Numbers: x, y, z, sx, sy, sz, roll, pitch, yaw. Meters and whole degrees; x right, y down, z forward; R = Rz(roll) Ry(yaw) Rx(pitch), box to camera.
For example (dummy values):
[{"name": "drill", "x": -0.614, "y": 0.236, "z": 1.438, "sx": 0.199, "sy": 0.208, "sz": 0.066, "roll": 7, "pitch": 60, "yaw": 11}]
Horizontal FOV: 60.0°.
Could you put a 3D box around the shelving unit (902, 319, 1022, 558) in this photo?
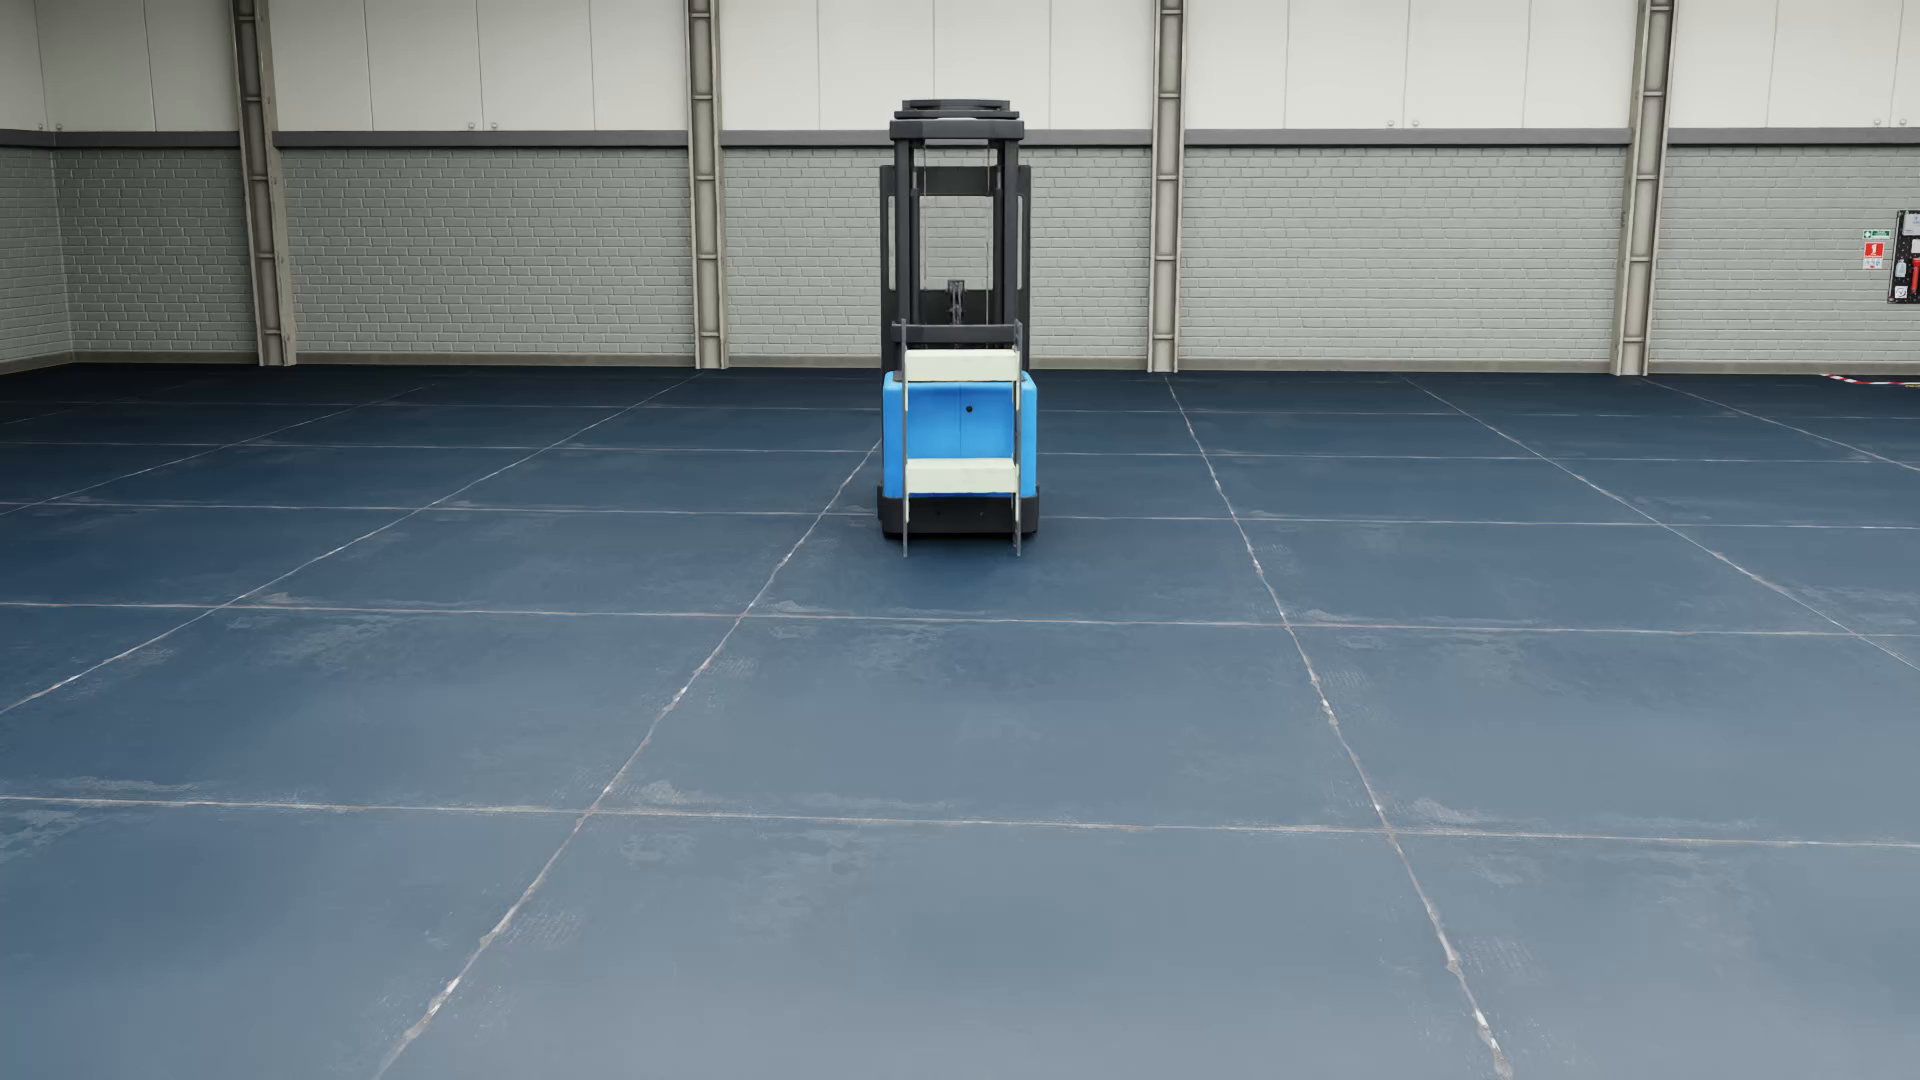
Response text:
[{"name": "shelving unit", "x": 0.006, "y": -0.661, "z": 10.765, "sx": 0.755, "sy": 1.500, "sz": 0.431, "roll": 0, "pitch": 12, "yaw": -2}]

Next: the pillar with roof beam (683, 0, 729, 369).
[{"name": "pillar with roof beam", "x": -3.610, "y": -5.837, "z": 17.195, "sx": 0.400, "sy": 9.000, "sz": 9.100, "roll": 1, "pitch": 12, "yaw": 4}]

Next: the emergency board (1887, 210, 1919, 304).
[{"name": "emergency board", "x": 12.175, "y": -3.576, "z": 21.036, "sx": 0.643, "sy": 1.169, "sz": 0.194, "roll": 1, "pitch": 12, "yaw": 4}]

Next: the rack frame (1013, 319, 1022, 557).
[{"name": "rack frame", "x": 0.372, "y": -0.664, "z": 10.779, "sx": 0.023, "sy": 1.500, "sz": 0.400, "roll": 0, "pitch": 12, "yaw": -2}]

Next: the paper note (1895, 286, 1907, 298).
[{"name": "paper note", "x": 12.003, "y": -3.161, "z": 21.205, "sx": 0.142, "sy": 0.148, "sz": 0.016, "roll": 1, "pitch": 12, "yaw": 4}]

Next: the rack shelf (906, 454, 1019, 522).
[{"name": "rack shelf", "x": 0.006, "y": -0.342, "z": 10.832, "sx": 0.720, "sy": 0.370, "sz": 0.431, "roll": 0, "pitch": 12, "yaw": -2}]

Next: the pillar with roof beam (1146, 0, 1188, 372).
[{"name": "pillar with roof beam", "x": 2.377, "y": -5.755, "z": 16.803, "sx": 0.400, "sy": 9.000, "sz": 9.100, "roll": 1, "pitch": 12, "yaw": 4}]

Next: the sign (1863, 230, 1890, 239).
[{"name": "sign", "x": 11.634, "y": -3.879, "z": 21.106, "sx": 0.331, "sy": 0.109, "sz": 0.001, "roll": 1, "pitch": 12, "yaw": 4}]

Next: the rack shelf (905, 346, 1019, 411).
[{"name": "rack shelf", "x": 0.006, "y": -1.043, "z": 10.685, "sx": 0.720, "sy": 0.370, "sz": 0.431, "roll": 0, "pitch": 12, "yaw": -2}]

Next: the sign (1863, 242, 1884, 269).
[{"name": "sign", "x": 11.630, "y": -3.622, "z": 21.169, "sx": 0.234, "sy": 0.329, "sz": 0.001, "roll": 1, "pitch": 12, "yaw": 4}]

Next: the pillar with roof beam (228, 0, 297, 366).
[{"name": "pillar with roof beam", "x": -9.596, "y": -5.919, "z": 17.588, "sx": 0.400, "sy": 9.000, "sz": 9.100, "roll": 1, "pitch": 12, "yaw": 4}]

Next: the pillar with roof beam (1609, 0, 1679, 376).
[{"name": "pillar with roof beam", "x": 8.364, "y": -5.673, "z": 16.411, "sx": 0.400, "sy": 9.000, "sz": 9.100, "roll": 1, "pitch": 12, "yaw": 4}]

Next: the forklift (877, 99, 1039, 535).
[{"name": "forklift", "x": -0.042, "y": -1.721, "z": 12.335, "sx": 1.130, "sy": 2.935, "sz": 3.031, "roll": 0, "pitch": 12, "yaw": -2}]

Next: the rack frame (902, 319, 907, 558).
[{"name": "rack frame", "x": -0.360, "y": -0.658, "z": 10.750, "sx": 0.023, "sy": 1.500, "sz": 0.400, "roll": 0, "pitch": 12, "yaw": -2}]
